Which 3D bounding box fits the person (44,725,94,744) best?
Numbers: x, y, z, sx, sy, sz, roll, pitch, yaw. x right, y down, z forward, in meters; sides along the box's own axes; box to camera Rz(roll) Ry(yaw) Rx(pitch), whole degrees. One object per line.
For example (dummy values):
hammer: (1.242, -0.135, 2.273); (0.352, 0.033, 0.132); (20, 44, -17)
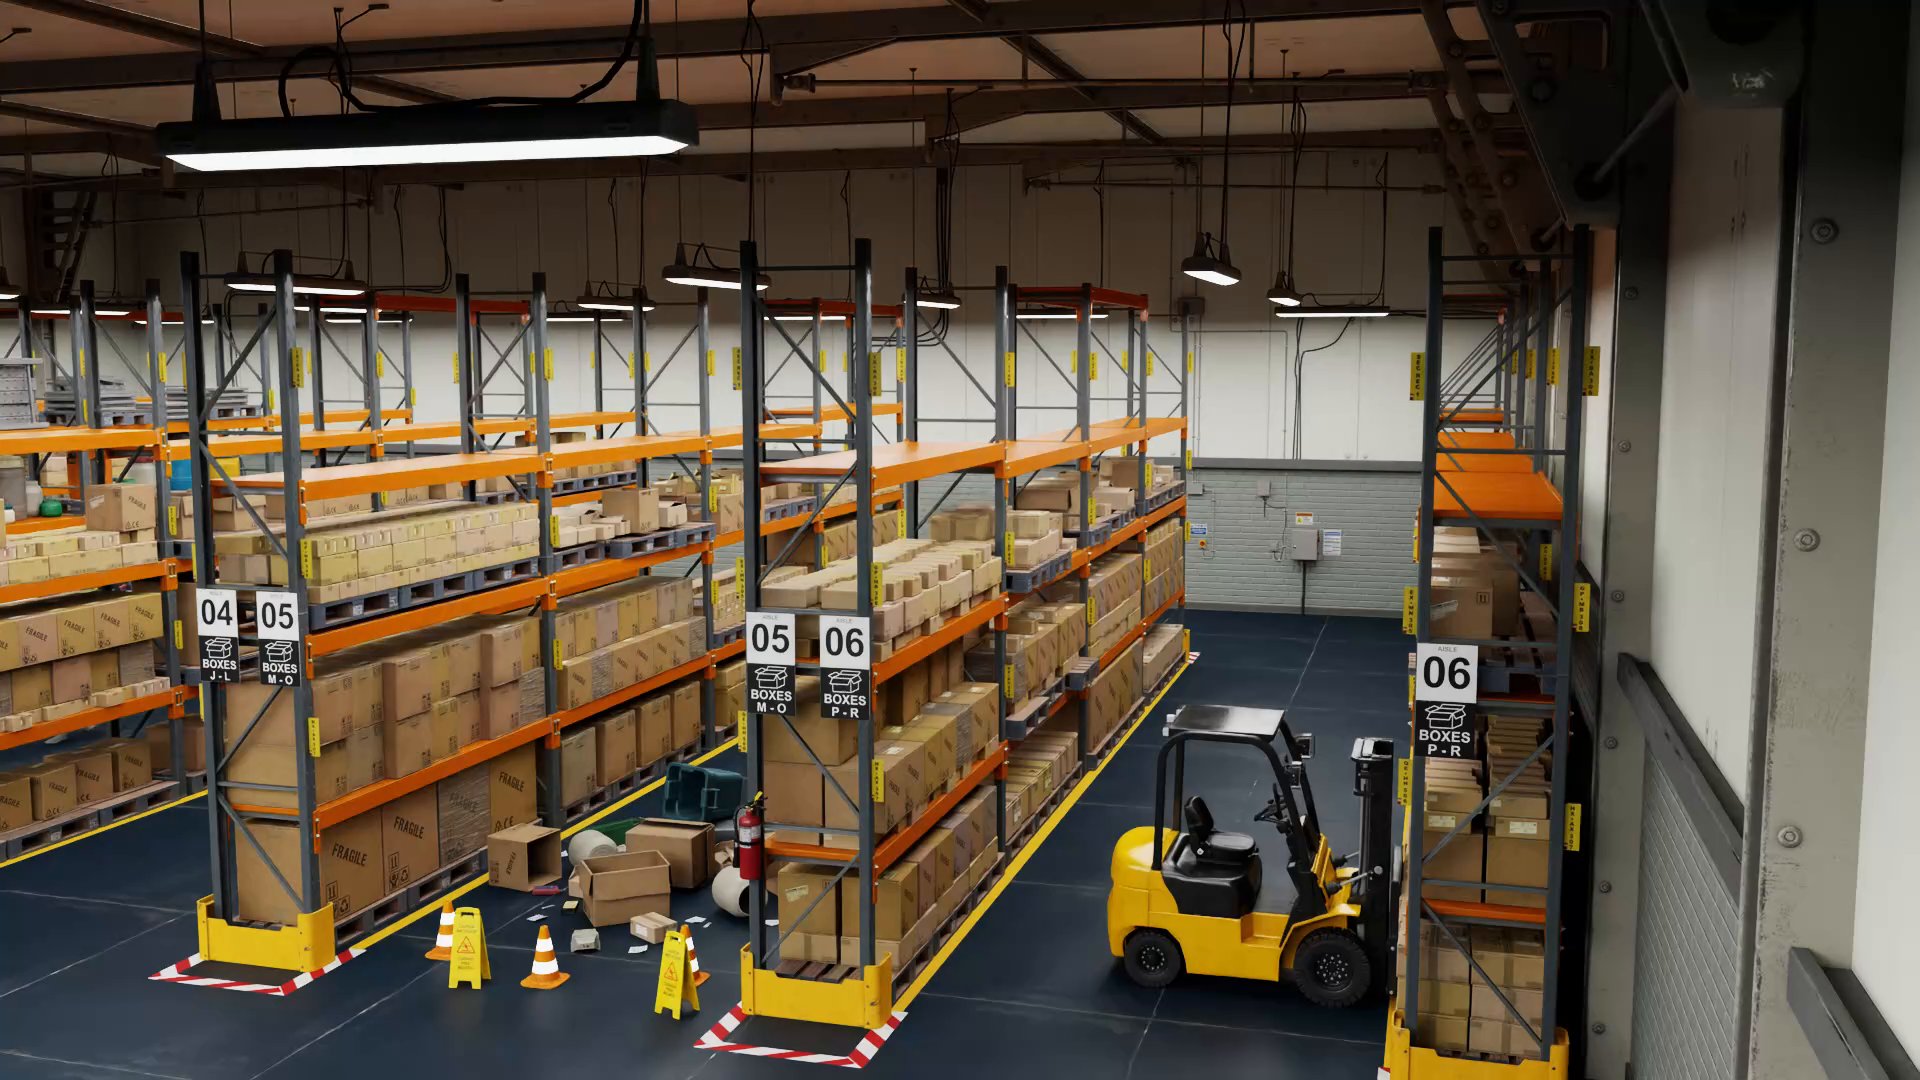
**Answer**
person: (-11.962, 1.809, 22.280); (0.640, 1.761, 0.701); (1, 6, 8)
